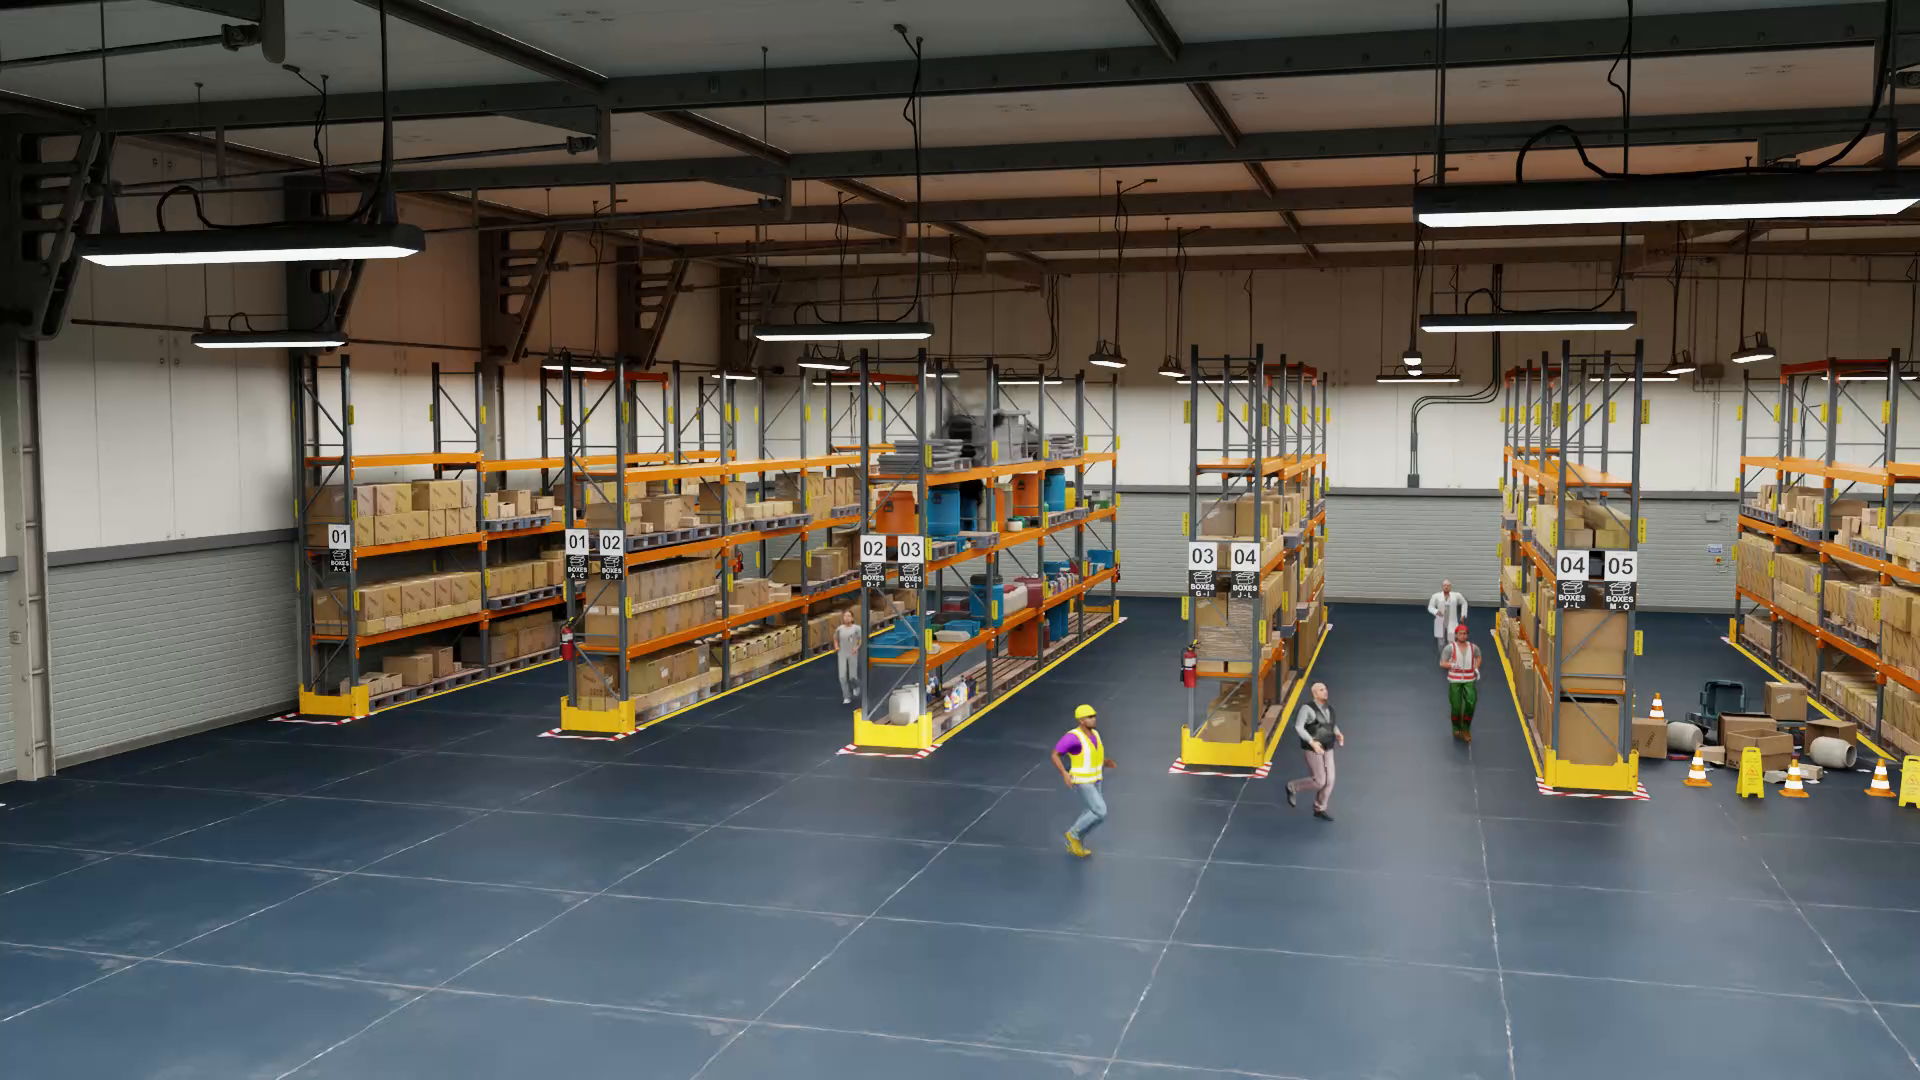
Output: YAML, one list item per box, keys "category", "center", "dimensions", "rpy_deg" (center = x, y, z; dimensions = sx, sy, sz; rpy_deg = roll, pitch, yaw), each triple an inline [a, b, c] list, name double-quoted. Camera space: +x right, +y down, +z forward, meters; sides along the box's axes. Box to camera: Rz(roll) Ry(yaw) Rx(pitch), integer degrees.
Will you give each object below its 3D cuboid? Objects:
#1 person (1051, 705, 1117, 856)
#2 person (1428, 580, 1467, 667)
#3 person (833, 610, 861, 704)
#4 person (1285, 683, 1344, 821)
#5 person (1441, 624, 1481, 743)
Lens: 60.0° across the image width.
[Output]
- category: "person"
  center: [1.454, 2.719, 18.736]
  dimensions: [0.634, 1.726, 0.683]
  rpy_deg: [3, 5, 35]
- category: "person"
  center: [9.539, 1.697, 32.557]
  dimensions: [0.740, 1.831, 0.780]
  rpy_deg: [1, 5, 18]
- category: "person"
  center: [-1.947, 2.018, 28.971]
  dimensions: [0.563, 1.619, 0.609]
  rpy_deg: [1, 4, 8]
- category: "person"
  center: [4.435, 2.616, 20.761]
  dimensions: [0.663, 1.700, 0.647]
  rpy_deg: [-3, 5, -36]
- category: "person"
  center: [7.708, 2.203, 25.510]
  dimensions: [0.635, 1.809, 0.681]
  rpy_deg: [1, 4, 9]
